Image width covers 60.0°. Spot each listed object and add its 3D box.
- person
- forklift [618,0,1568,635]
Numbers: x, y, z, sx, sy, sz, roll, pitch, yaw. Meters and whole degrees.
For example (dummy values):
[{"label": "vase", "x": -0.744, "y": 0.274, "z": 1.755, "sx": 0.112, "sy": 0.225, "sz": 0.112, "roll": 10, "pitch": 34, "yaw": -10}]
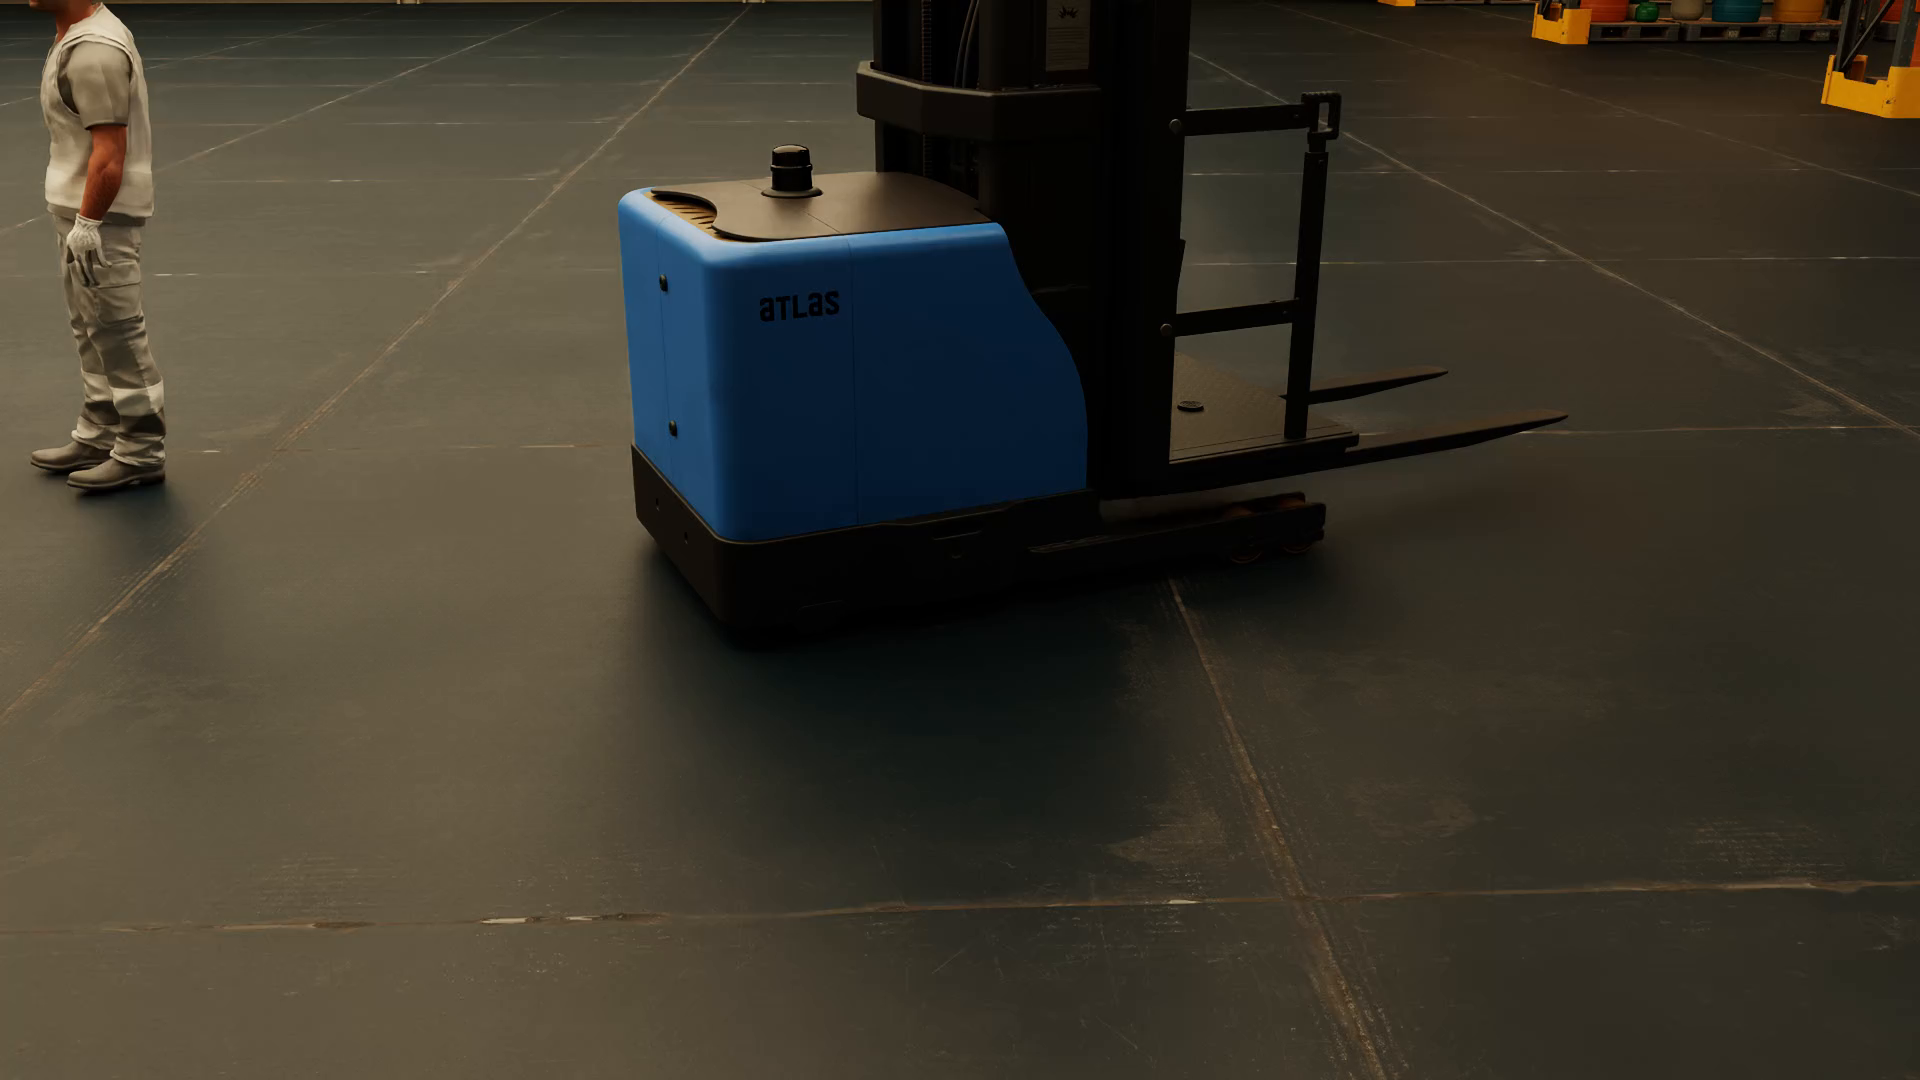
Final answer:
[{"label": "person", "x": -2.850, "y": -1.034, "z": 5.338, "sx": 0.564, "sy": 1.787, "sz": 0.637, "roll": -10, "pitch": 24, "yaw": -24}, {"label": "forklift", "x": 0.552, "y": -1.458, "z": 4.875, "sx": 3.031, "sy": 2.935, "sz": 1.130, "roll": -10, "pitch": 23, "yaw": -23}]
